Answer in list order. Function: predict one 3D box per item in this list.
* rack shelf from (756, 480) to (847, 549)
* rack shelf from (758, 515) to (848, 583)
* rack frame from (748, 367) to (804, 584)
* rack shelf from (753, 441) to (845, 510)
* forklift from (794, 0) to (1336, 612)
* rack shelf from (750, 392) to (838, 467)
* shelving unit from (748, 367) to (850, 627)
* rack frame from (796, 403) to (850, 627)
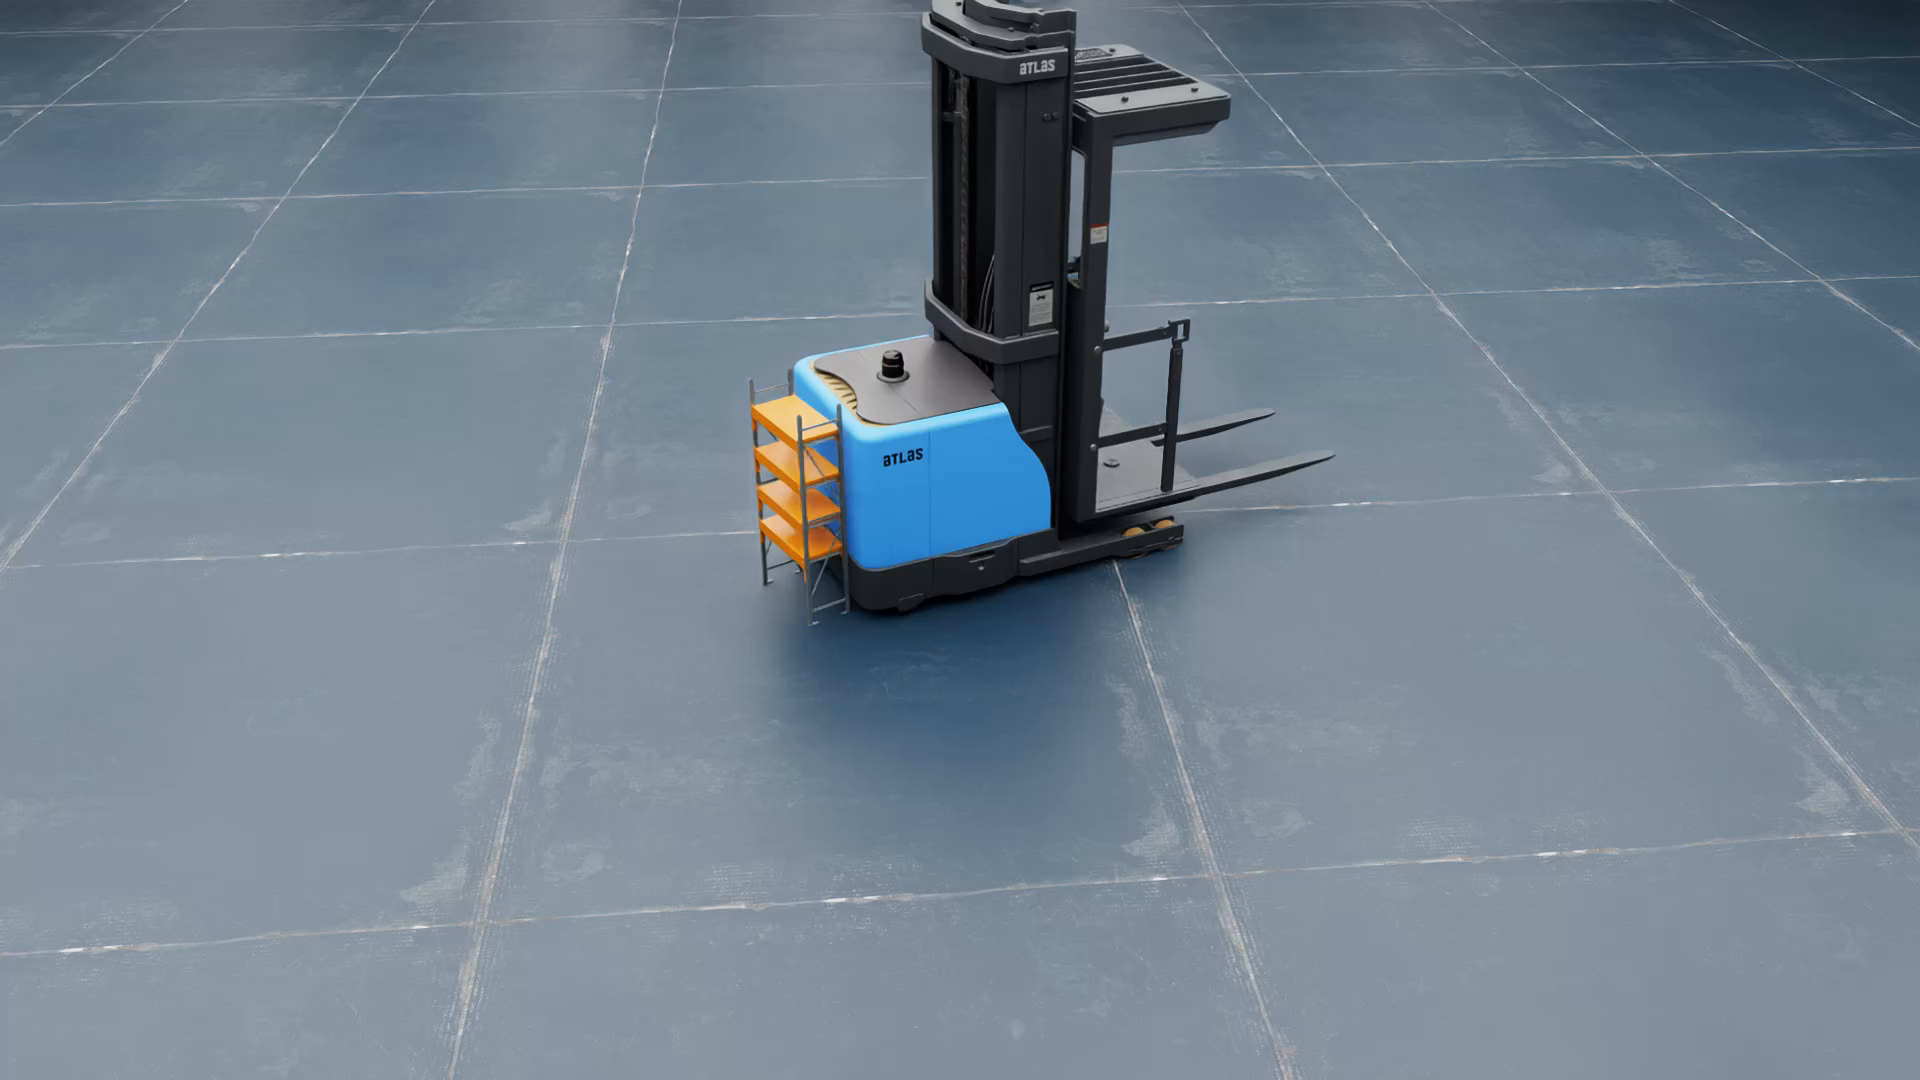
[{"bbox_3d":[-0.810,-0.155,8.470,0.258,0.148,0.480,-19,36,-29],"label":"rack shelf"},{"bbox_3d":[-0.810,0.016,8.572,0.258,0.148,0.480,-19,36,-29],"label":"rack shelf"},{"bbox_3d":[-0.946,-0.316,8.609,0.240,1.200,0.015,-19,36,-29],"label":"rack frame"},{"bbox_3d":[-0.810,-0.347,8.355,0.258,0.148,0.480,-19,36,-29],"label":"rack shelf"},{"bbox_3d":[0.670,-1.390,8.719,3.031,2.935,1.130,-13,33,-21],"label":"forklift"},{"bbox_3d":[-0.810,-0.550,8.234,0.258,0.148,0.480,-19,36,-29],"label":"rack shelf"},{"bbox_3d":[-0.810,-0.212,8.435,0.258,1.200,0.503,-19,36,-29],"label":"shelving unit"},{"bbox_3d":[-0.674,-0.109,8.262,0.240,1.200,0.015,-19,36,-29],"label":"rack frame"}]
